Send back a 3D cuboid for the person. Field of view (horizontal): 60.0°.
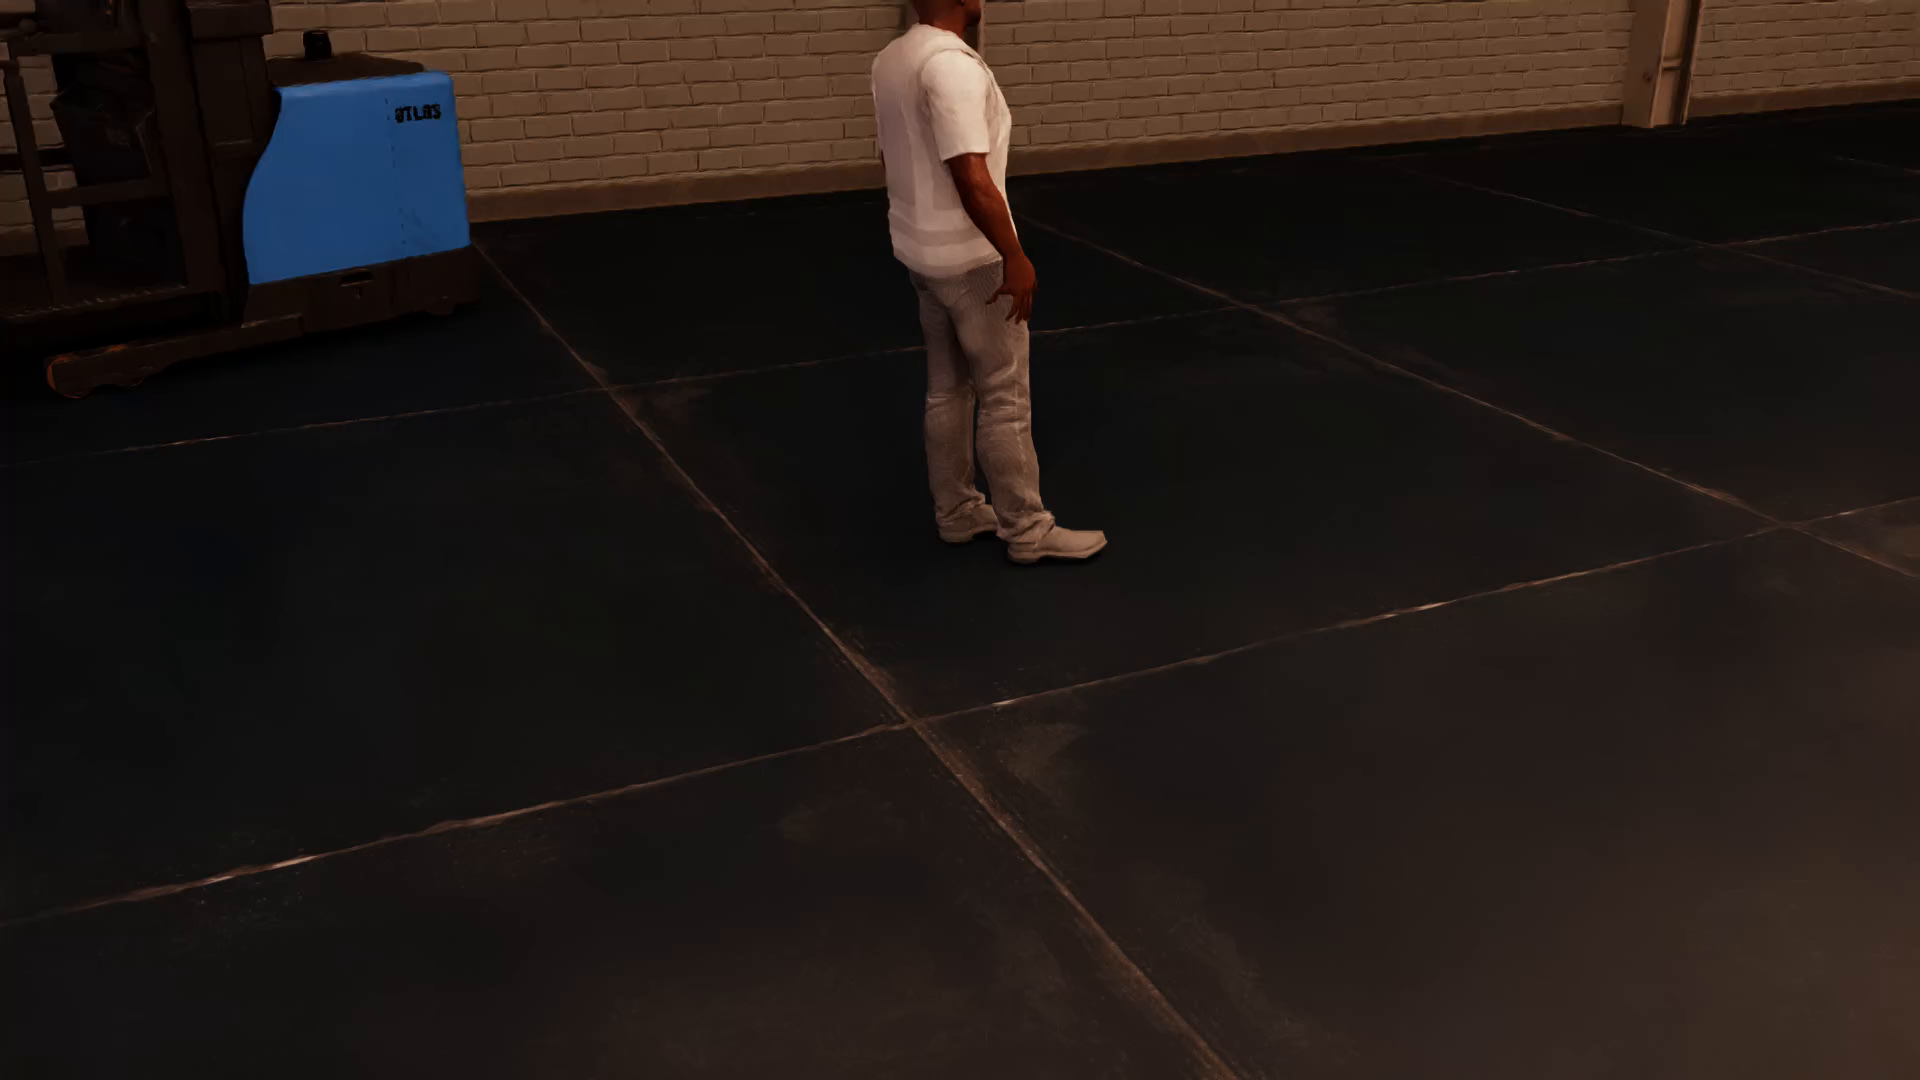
[{"bbox_3d":[0.065,-0.831,4.788,0.576,1.766,0.665,-10,25,-23],"label":"person"}]

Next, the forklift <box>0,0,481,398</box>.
[{"bbox_3d":[-3.585,-2.123,6.397,1.130,2.935,3.031,21,30,41],"label":"forklift"}]
